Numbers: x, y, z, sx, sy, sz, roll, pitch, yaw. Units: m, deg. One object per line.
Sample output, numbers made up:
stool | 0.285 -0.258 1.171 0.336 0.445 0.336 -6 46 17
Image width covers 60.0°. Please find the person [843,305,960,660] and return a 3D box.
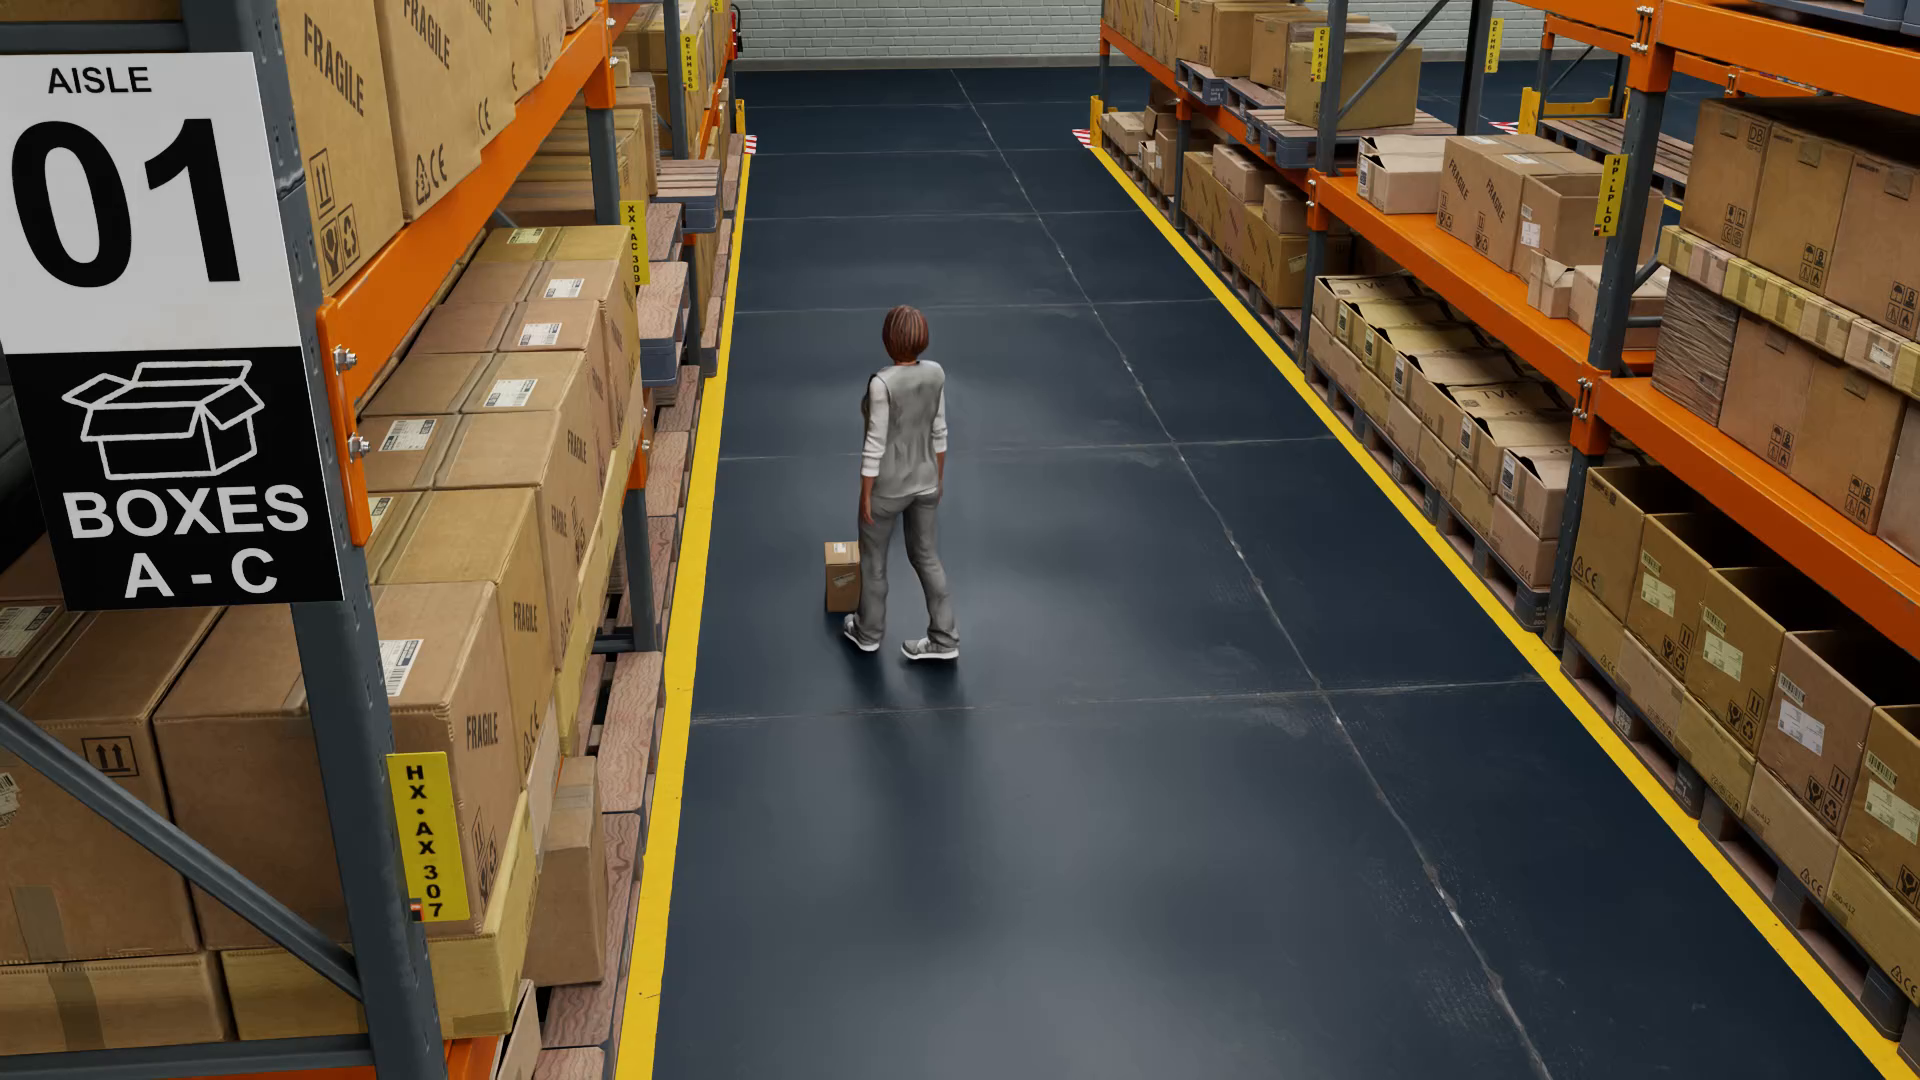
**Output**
person | -0.278 -0.240 7.133 0.426 1.591 0.599 -17 29 -34
